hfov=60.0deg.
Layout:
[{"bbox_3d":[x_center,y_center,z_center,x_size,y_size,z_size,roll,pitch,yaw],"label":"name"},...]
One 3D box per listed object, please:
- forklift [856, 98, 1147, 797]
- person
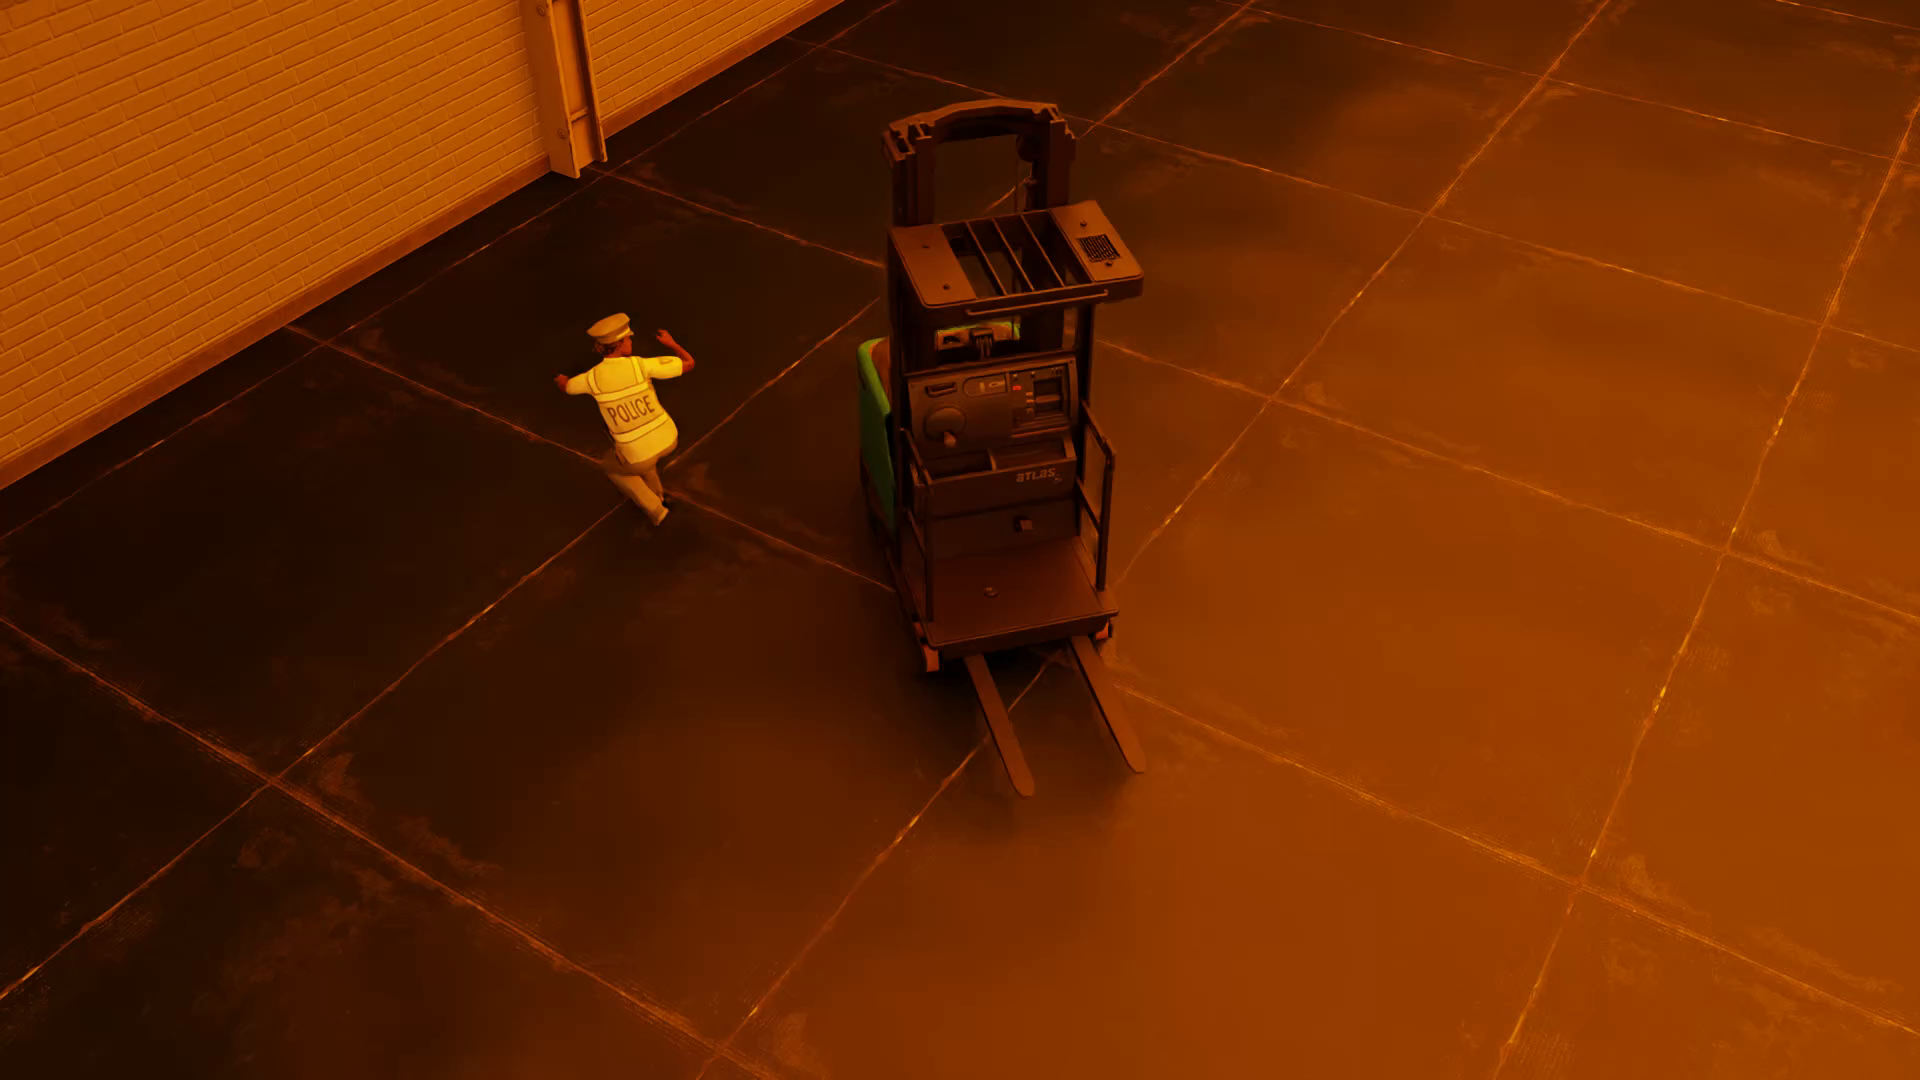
[{"bbox_3d":[0.239,-0.656,8.741,1.130,2.935,3.031,-10,41,-11],"label":"forklift"},{"bbox_3d":[-2.015,-0.793,10.104,0.690,1.397,0.973,-26,47,-27],"label":"person"}]
